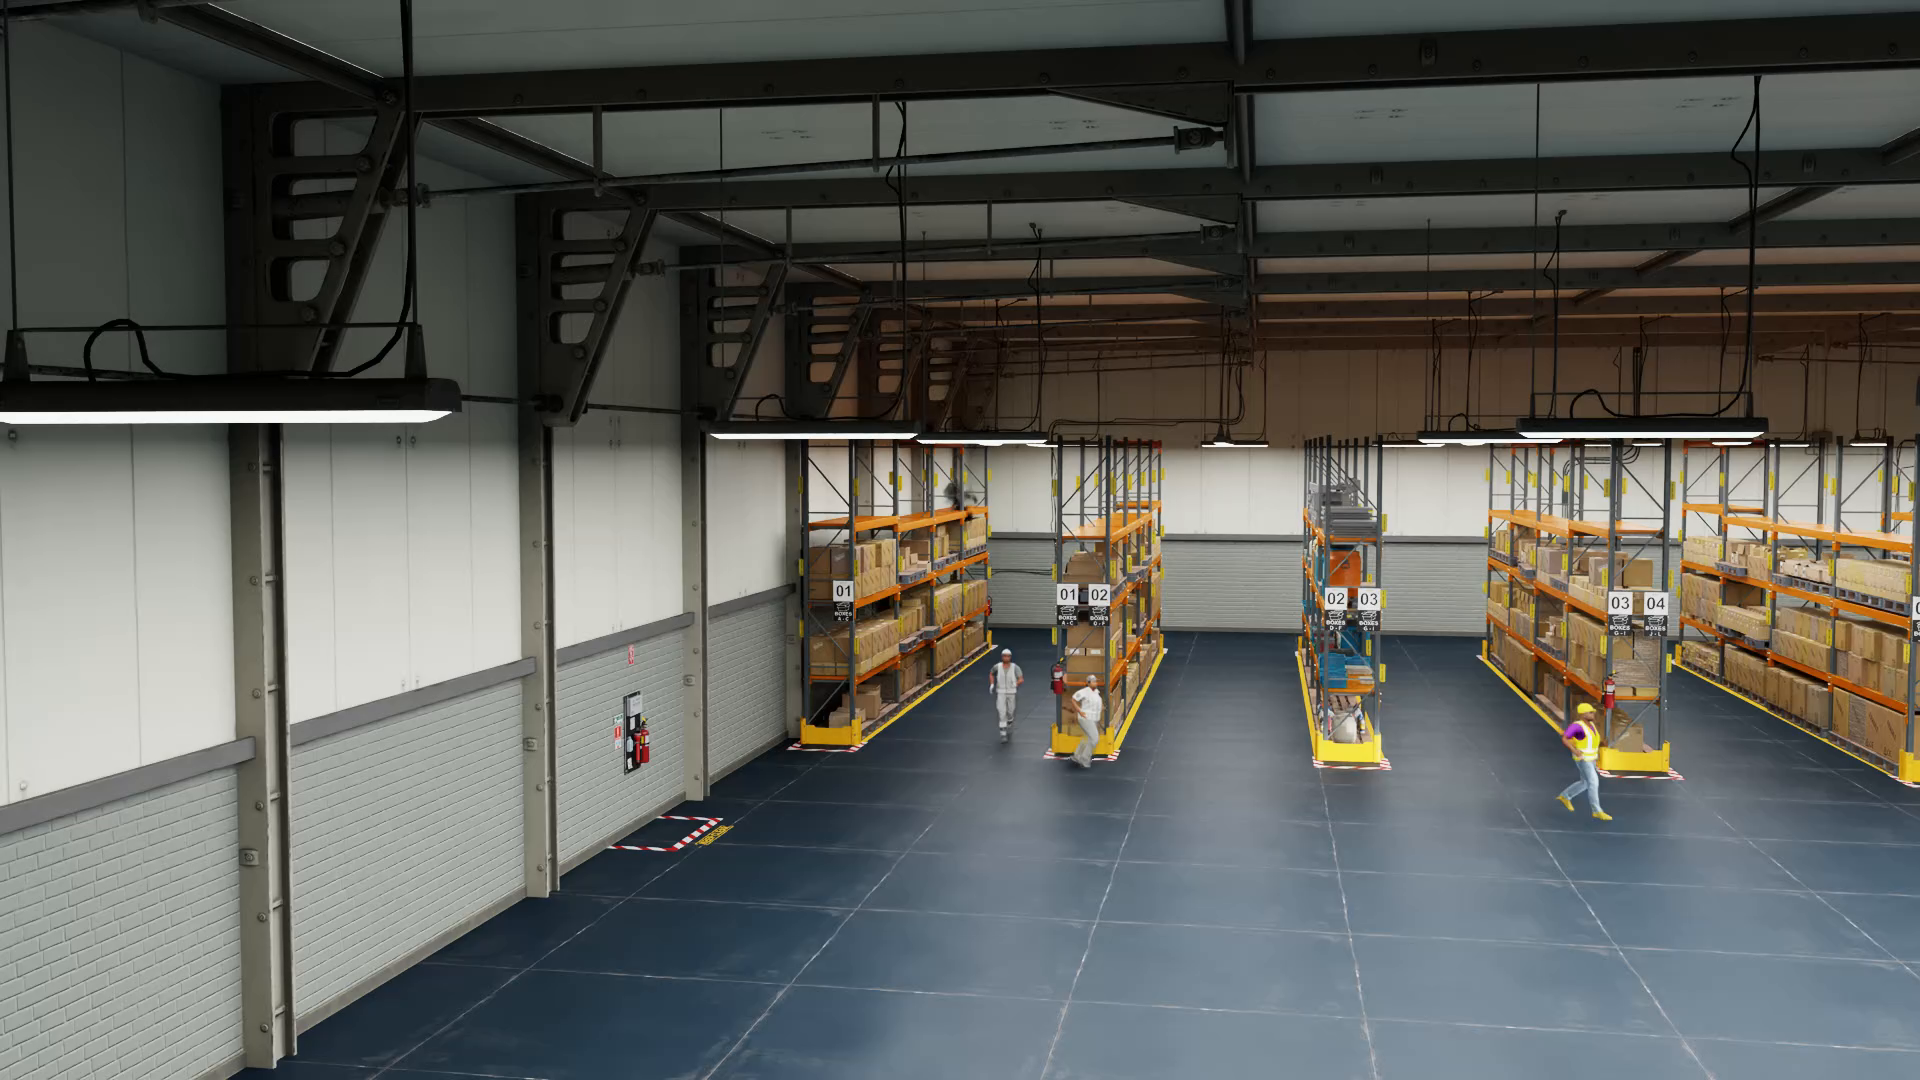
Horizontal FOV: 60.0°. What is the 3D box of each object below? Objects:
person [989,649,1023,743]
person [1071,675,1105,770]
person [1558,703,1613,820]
[{"bbox_3d":[0.910,3.031,32.740,0.668,1.781,0.977,0,3,0],"label":"person"},{"bbox_3d":[2.327,3.282,30.050,0.660,1.707,0.619,3,4,40],"label":"person"},{"bbox_3d":[9.726,3.417,25.860,0.894,1.762,0.698,3,4,42],"label":"person"}]
